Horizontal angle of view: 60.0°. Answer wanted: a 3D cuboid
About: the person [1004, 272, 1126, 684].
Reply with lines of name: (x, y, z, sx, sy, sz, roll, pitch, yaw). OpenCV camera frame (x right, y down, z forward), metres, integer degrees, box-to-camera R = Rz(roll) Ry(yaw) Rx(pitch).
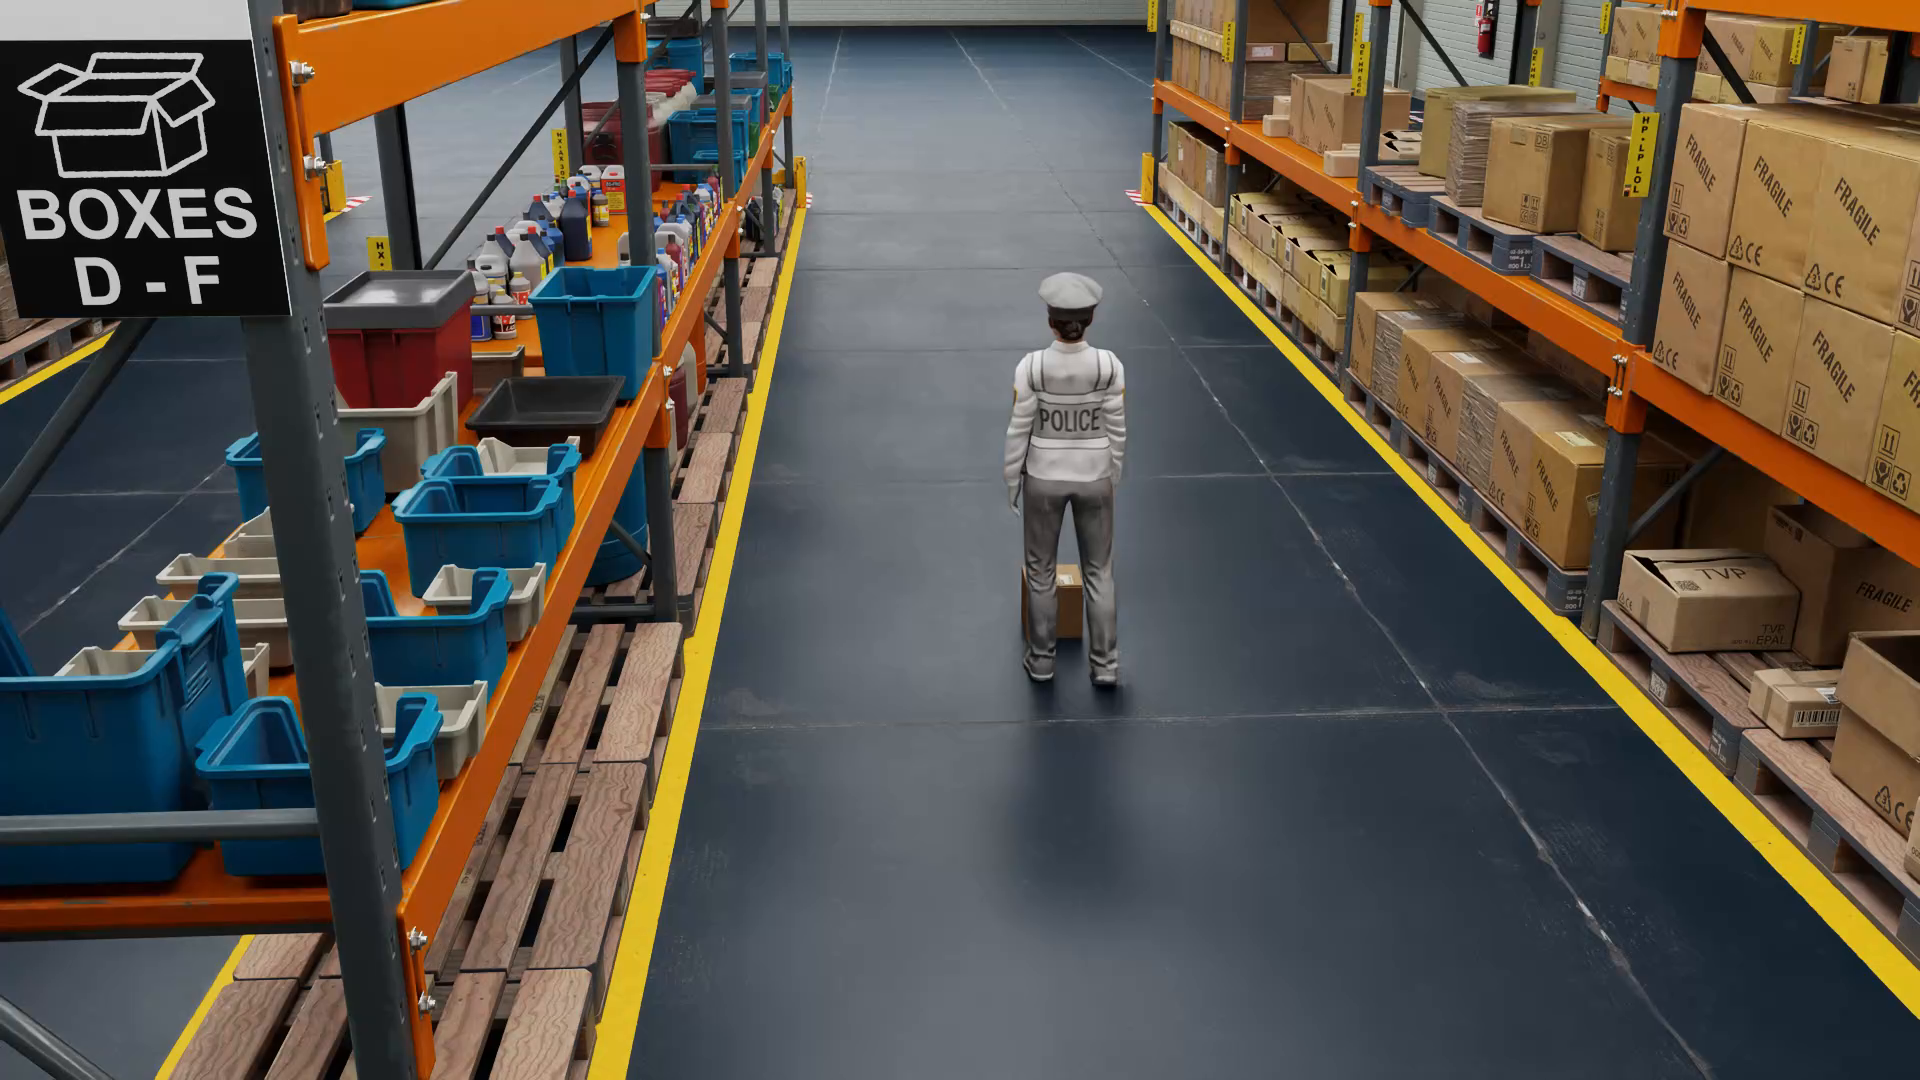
person: (0.414, -0.198, 6.667, 0.476, 1.745, 0.376, -1, 21, -2)
